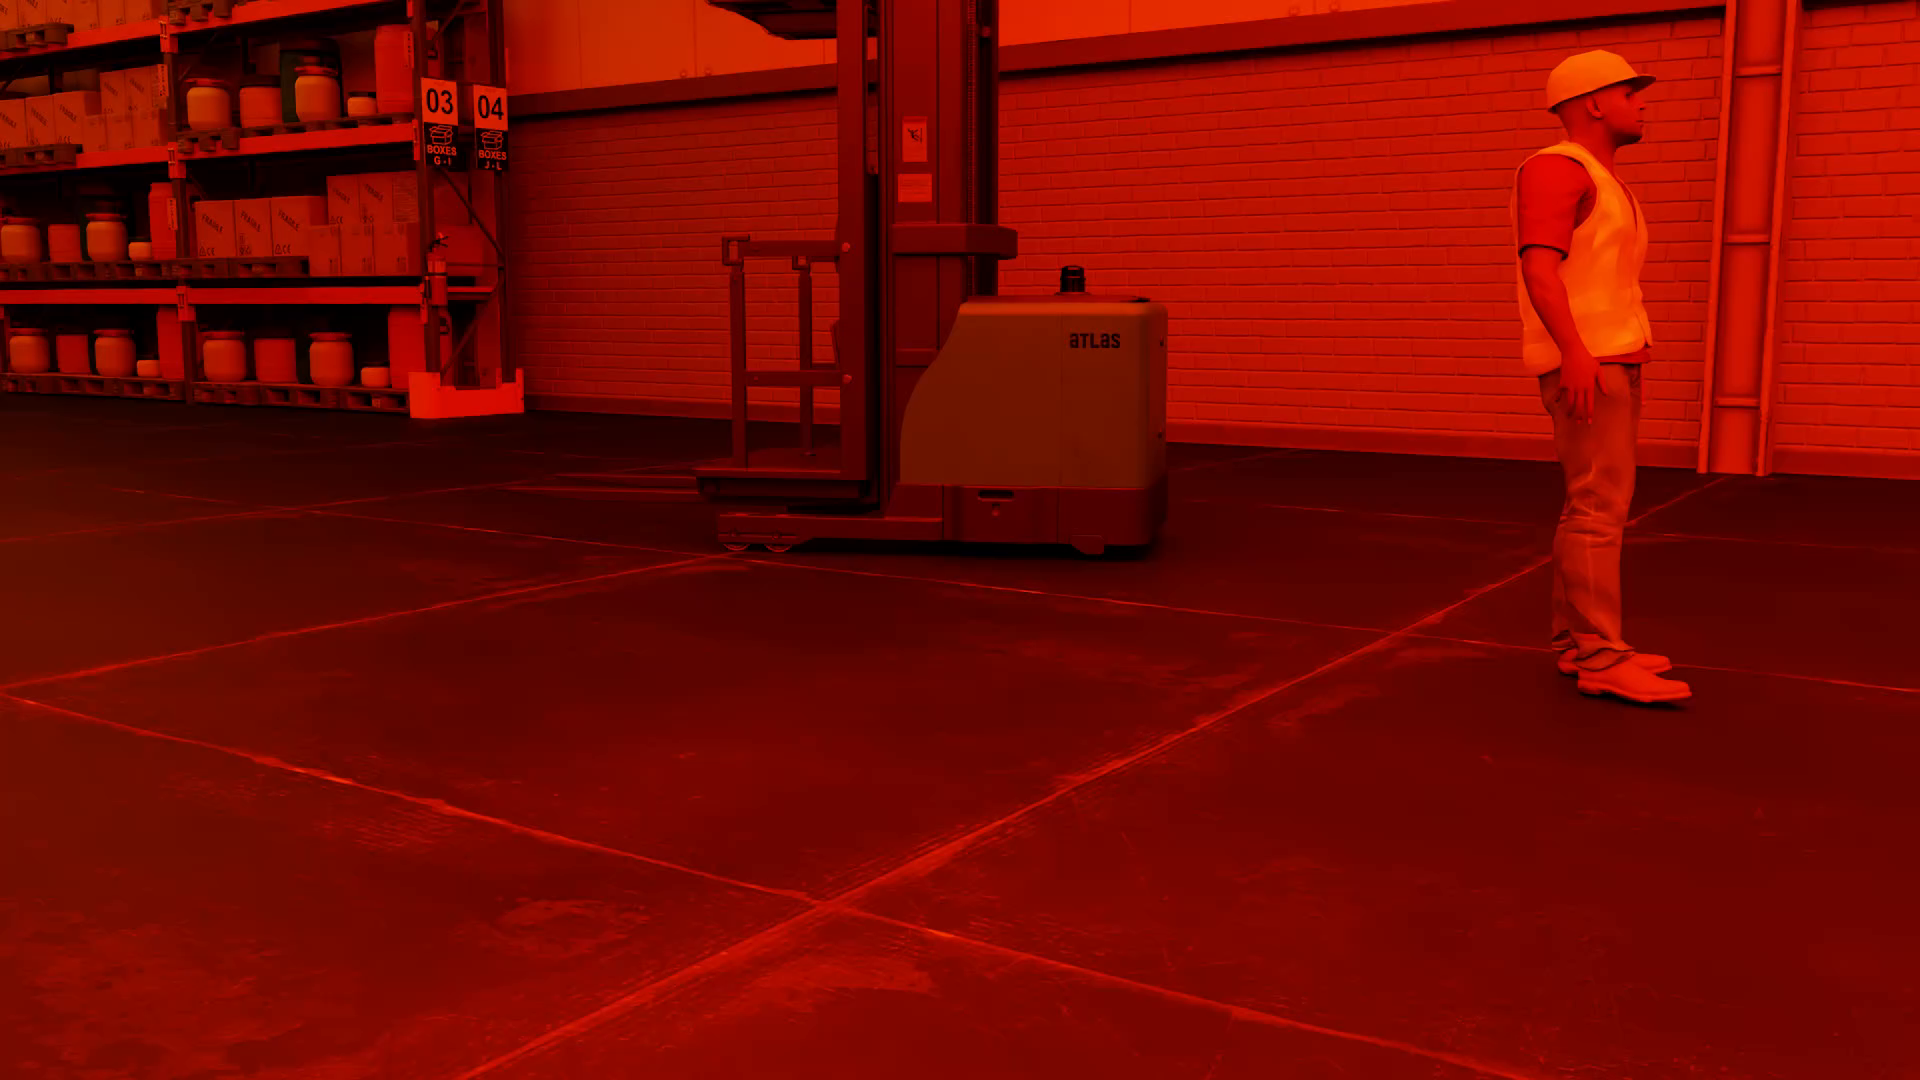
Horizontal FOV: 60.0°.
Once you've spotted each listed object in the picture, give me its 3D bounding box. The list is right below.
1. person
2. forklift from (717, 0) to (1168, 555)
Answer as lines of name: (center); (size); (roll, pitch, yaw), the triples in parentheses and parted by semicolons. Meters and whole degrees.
person: (1.851, -0.482, 4.671); (0.577, 1.765, 0.666); (5, 10, 34)
forklift: (-0.061, -1.409, 7.416); (1.939, 2.843, 1.129); (2, 8, 12)
